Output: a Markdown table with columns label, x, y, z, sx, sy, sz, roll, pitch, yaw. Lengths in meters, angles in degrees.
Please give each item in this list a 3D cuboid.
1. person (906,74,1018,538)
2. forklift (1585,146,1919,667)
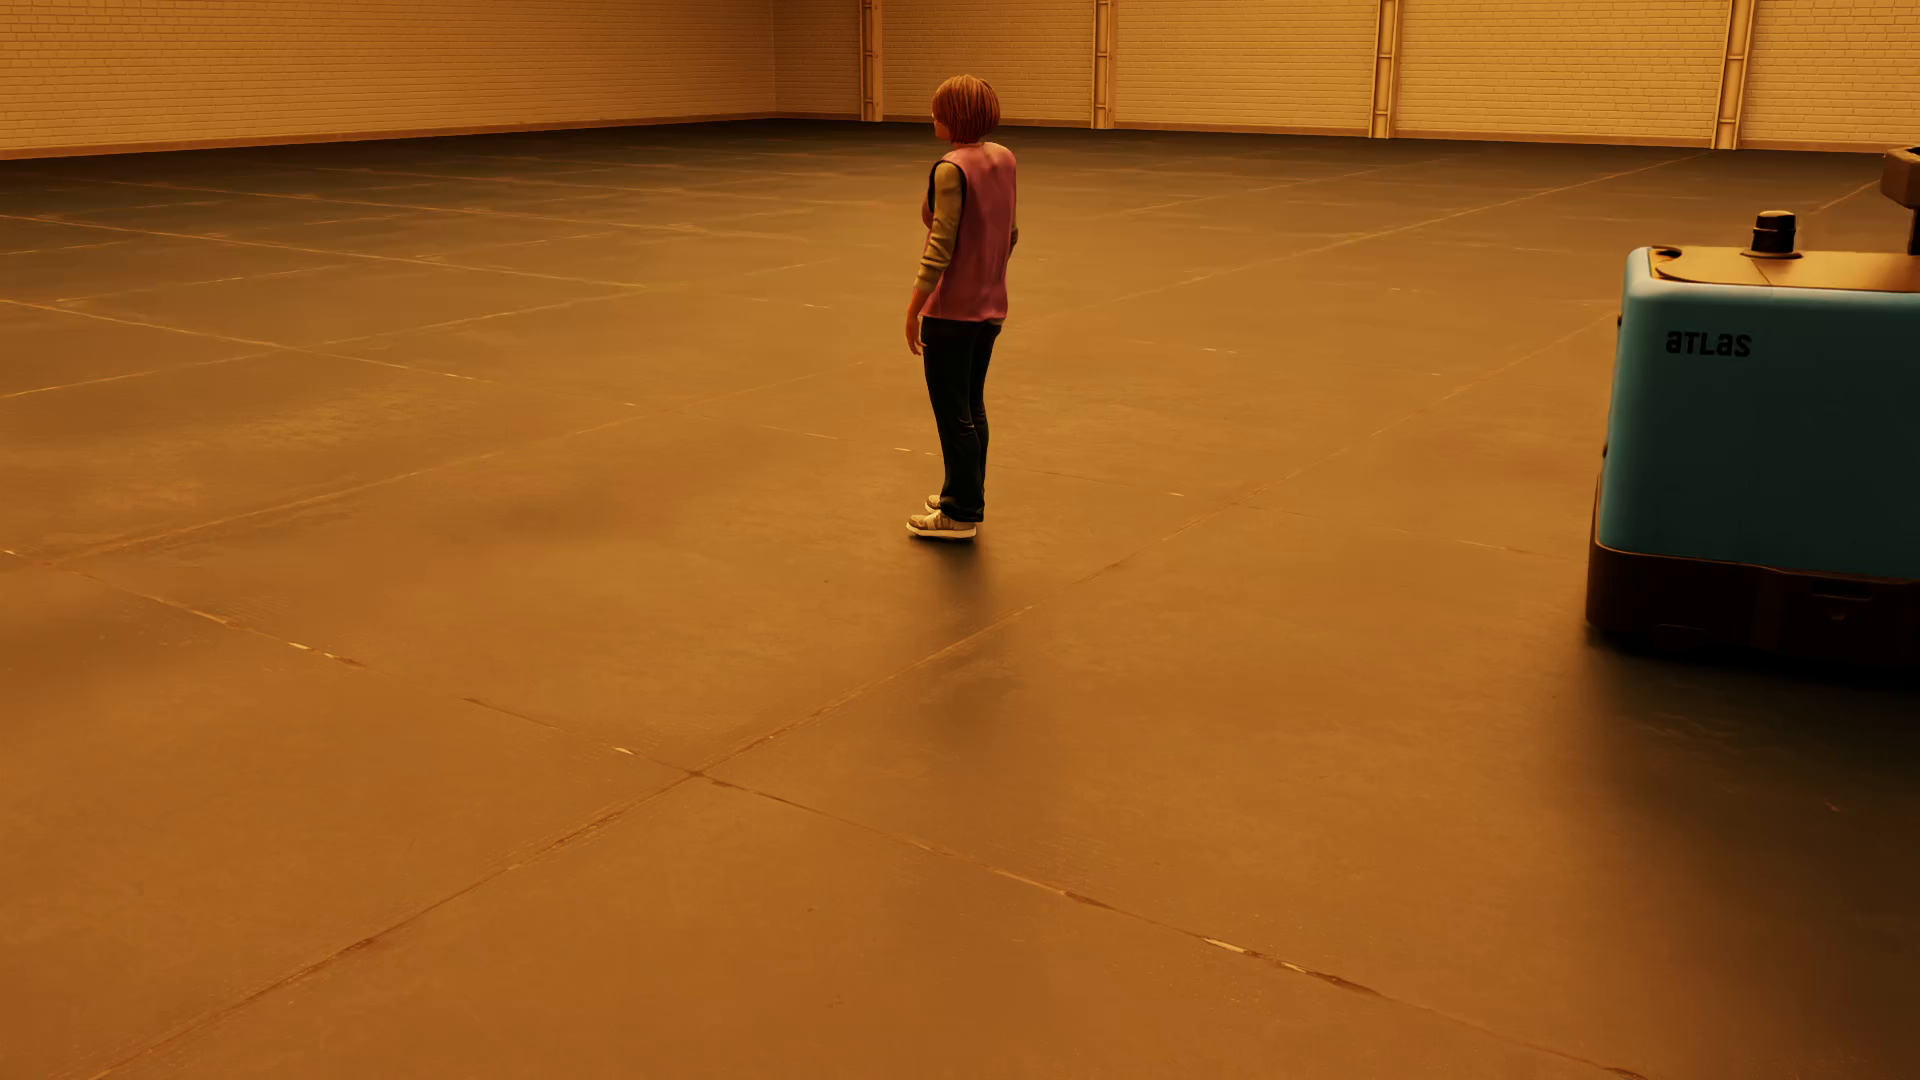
| label | x | y | z | sx | sy | sz | roll | pitch | yaw |
| --- | --- | --- | --- | --- | --- | --- | --- | --- | --- |
| person | -0.053 | -0.788 | 5.769 | 0.473 | 1.599 | 0.520 | 11 | 20 | 33 |
| forklift | 3.419 | -1.063 | 4.386 | 3.031 | 2.935 | 1.130 | 6 | 18 | 20 |
